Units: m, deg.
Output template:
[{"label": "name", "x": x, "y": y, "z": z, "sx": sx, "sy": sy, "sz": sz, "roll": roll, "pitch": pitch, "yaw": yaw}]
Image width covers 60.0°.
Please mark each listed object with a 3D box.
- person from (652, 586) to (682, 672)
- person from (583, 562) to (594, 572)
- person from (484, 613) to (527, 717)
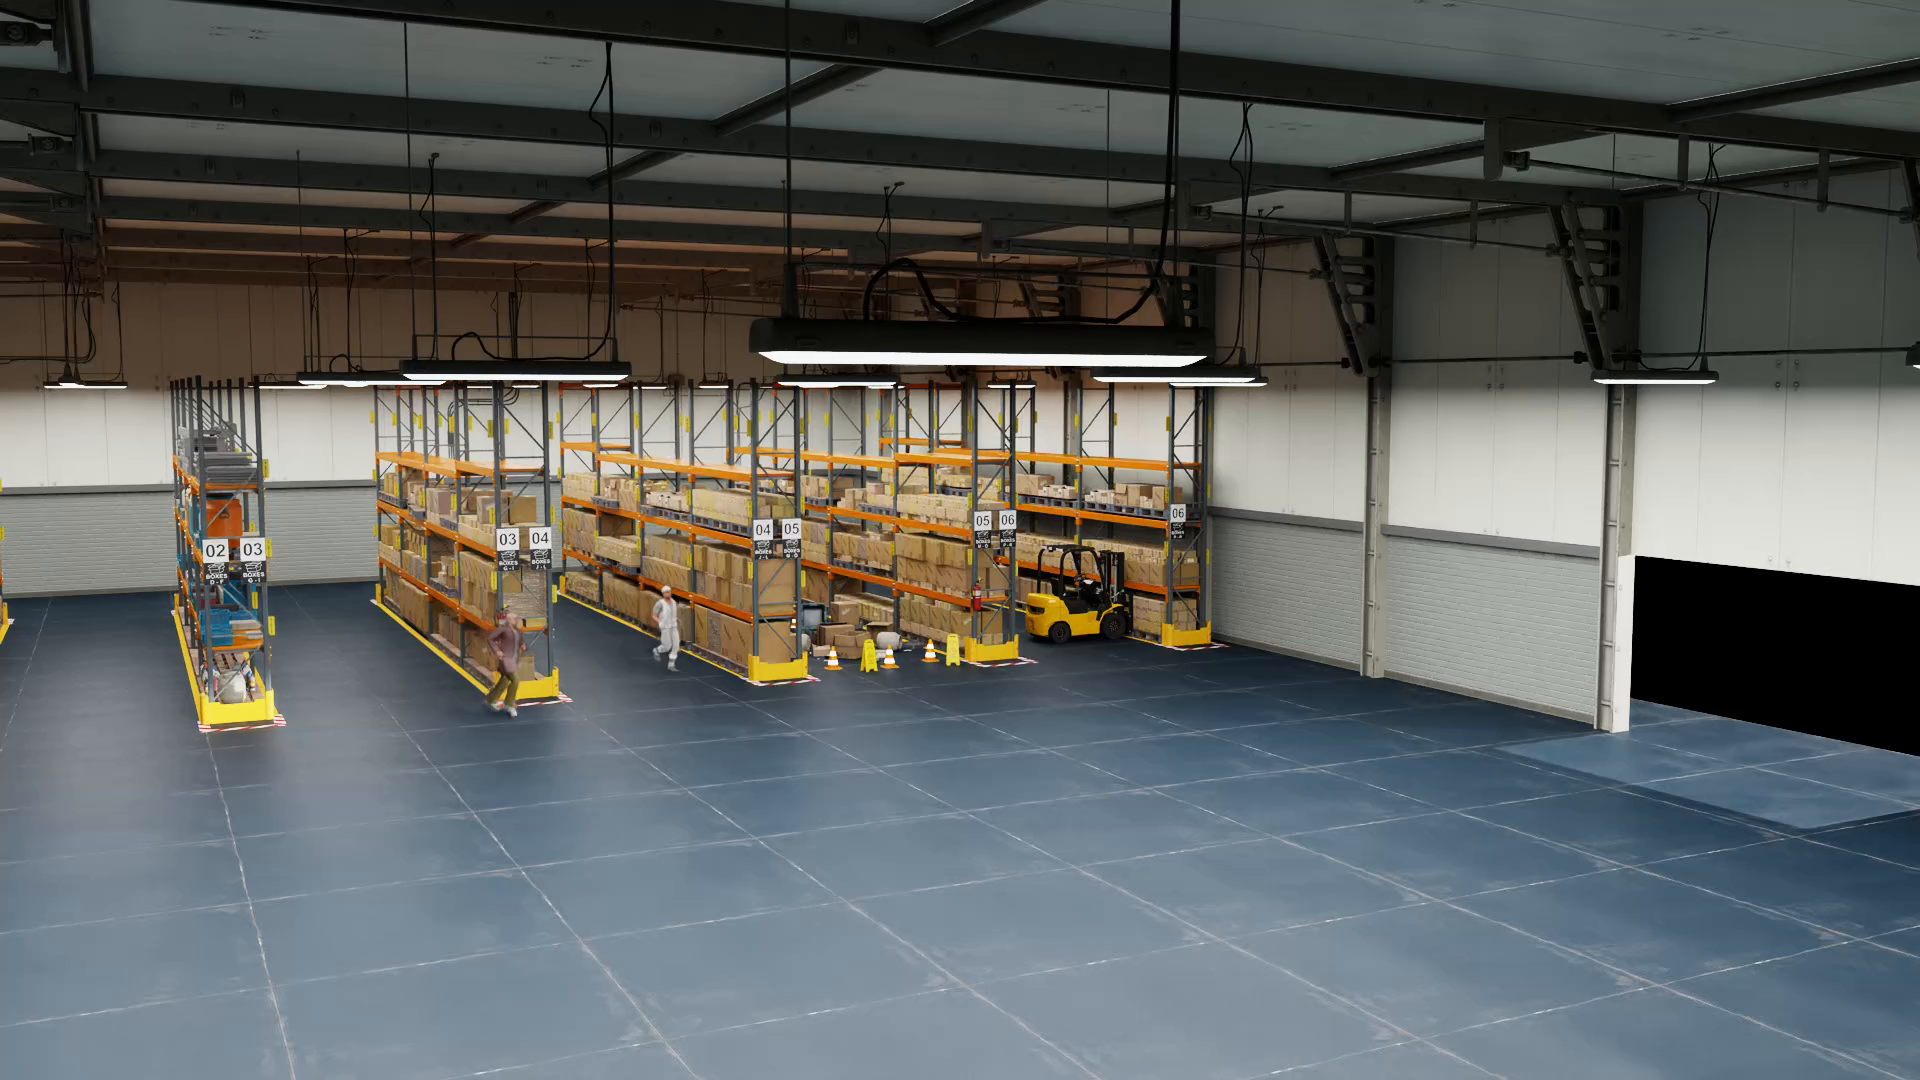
[{"label": "person", "x": -6.016, "y": 1.816, "z": 34.235, "sx": 0.655, "sy": 1.759, "sz": 0.687, "roll": -5, "pitch": 7, "yaw": -44}, {"label": "person", "x": -10.813, "y": 0.577, "z": 48.960, "sx": 0.717, "sy": 1.643, "sz": 0.516, "roll": -2, "pitch": 6, "yaw": -26}, {"label": "person", "x": -8.106, "y": 2.206, "z": 29.719, "sx": 0.812, "sy": 1.831, "sz": 0.689, "roll": 1, "pitch": 5, "yaw": 16}]
